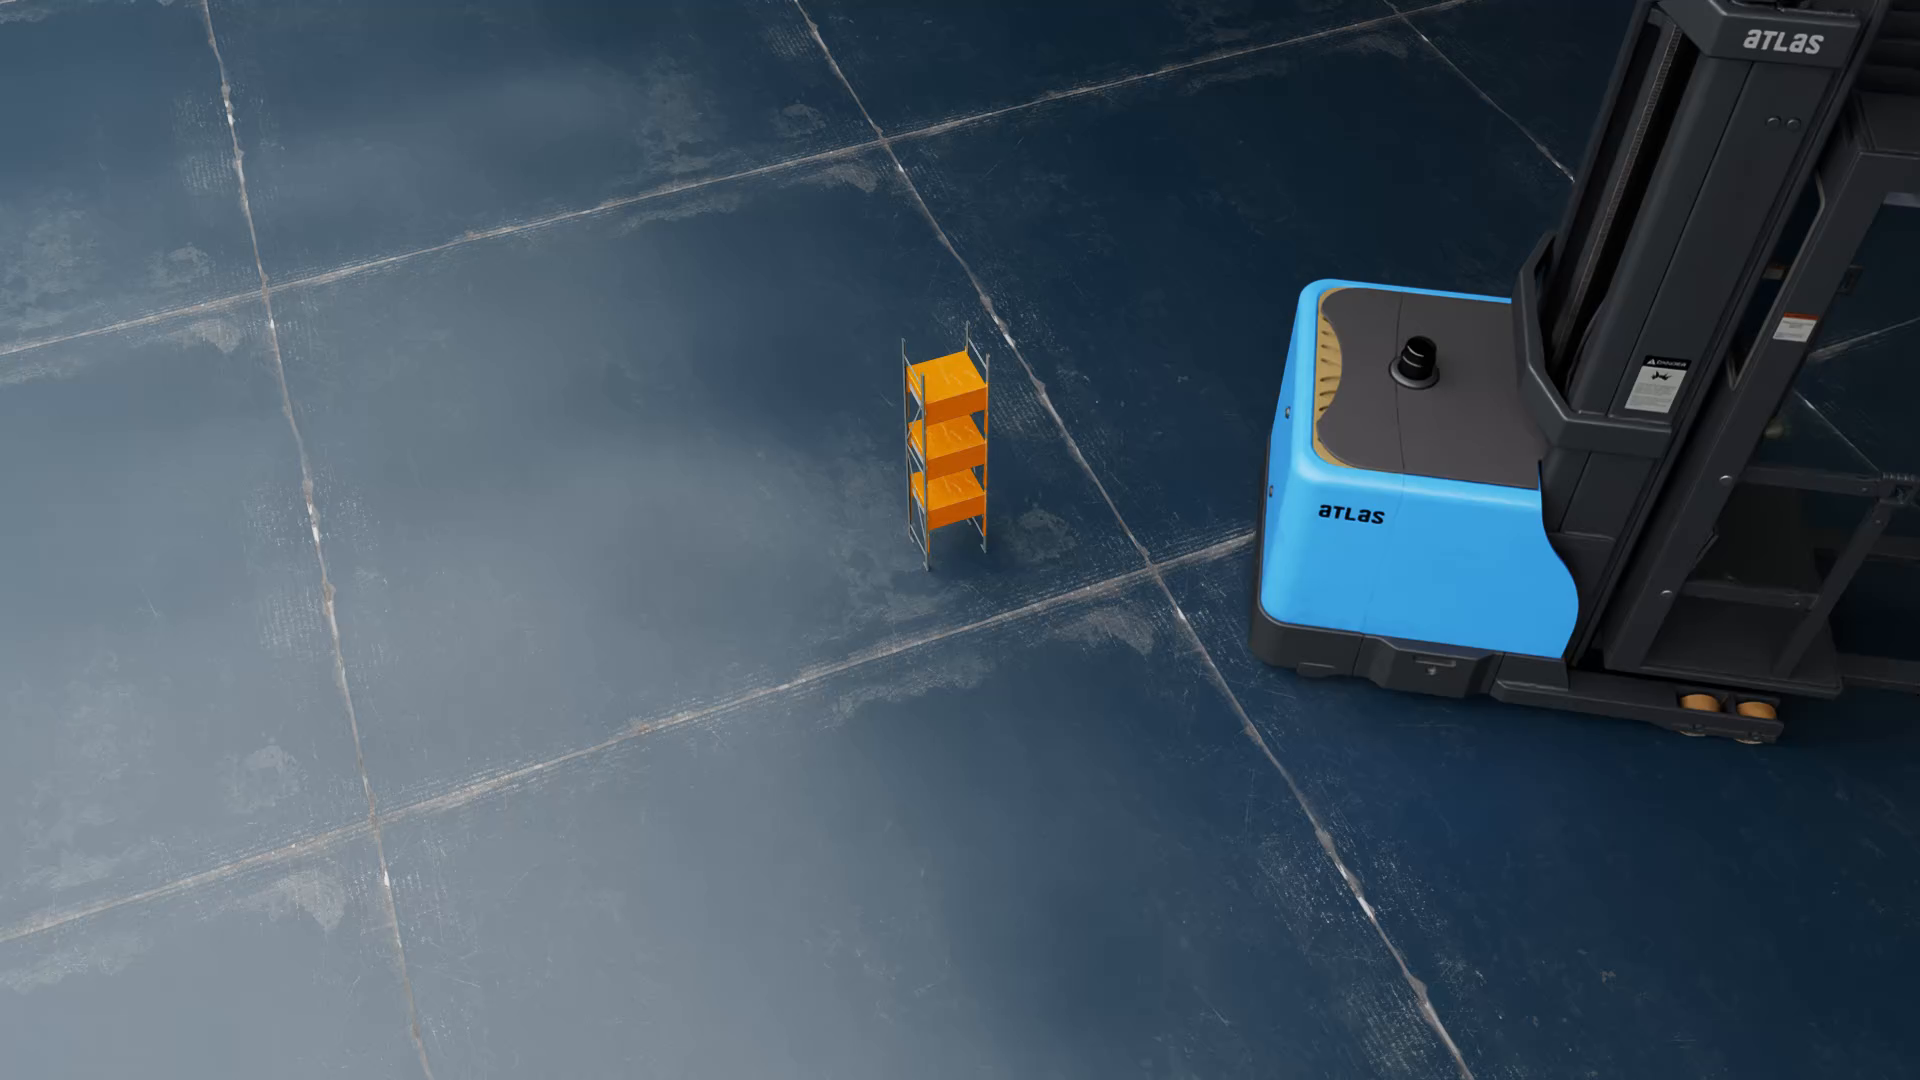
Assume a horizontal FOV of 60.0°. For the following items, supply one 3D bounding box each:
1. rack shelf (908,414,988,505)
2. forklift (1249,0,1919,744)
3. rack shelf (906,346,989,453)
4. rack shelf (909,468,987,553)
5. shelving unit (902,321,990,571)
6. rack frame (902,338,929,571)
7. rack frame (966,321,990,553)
[{"bbox_3d":[-0.050,-0.320,6.187,0.240,0.259,0.215,-17,52,-14],"label":"rack shelf"},{"bbox_3d":[2.636,-0.662,5.227,3.031,2.935,1.130,7,50,6],"label":"forklift"},{"bbox_3d":[-0.050,-0.505,5.972,0.240,0.259,0.215,-17,52,-14],"label":"rack shelf"},{"bbox_3d":[-0.050,-0.139,6.398,0.240,0.259,0.215,-17,52,-14],"label":"rack shelf"},{"bbox_3d":[-0.050,-0.327,6.179,0.252,1.050,0.215,-17,52,-14],"label":"shelving unit"},{"bbox_3d":[-0.162,-0.292,6.149,0.008,1.050,0.200,-17,52,-14],"label":"rack frame"},{"bbox_3d":[0.063,-0.362,6.209,0.008,1.050,0.200,-17,52,-14],"label":"rack frame"}]
